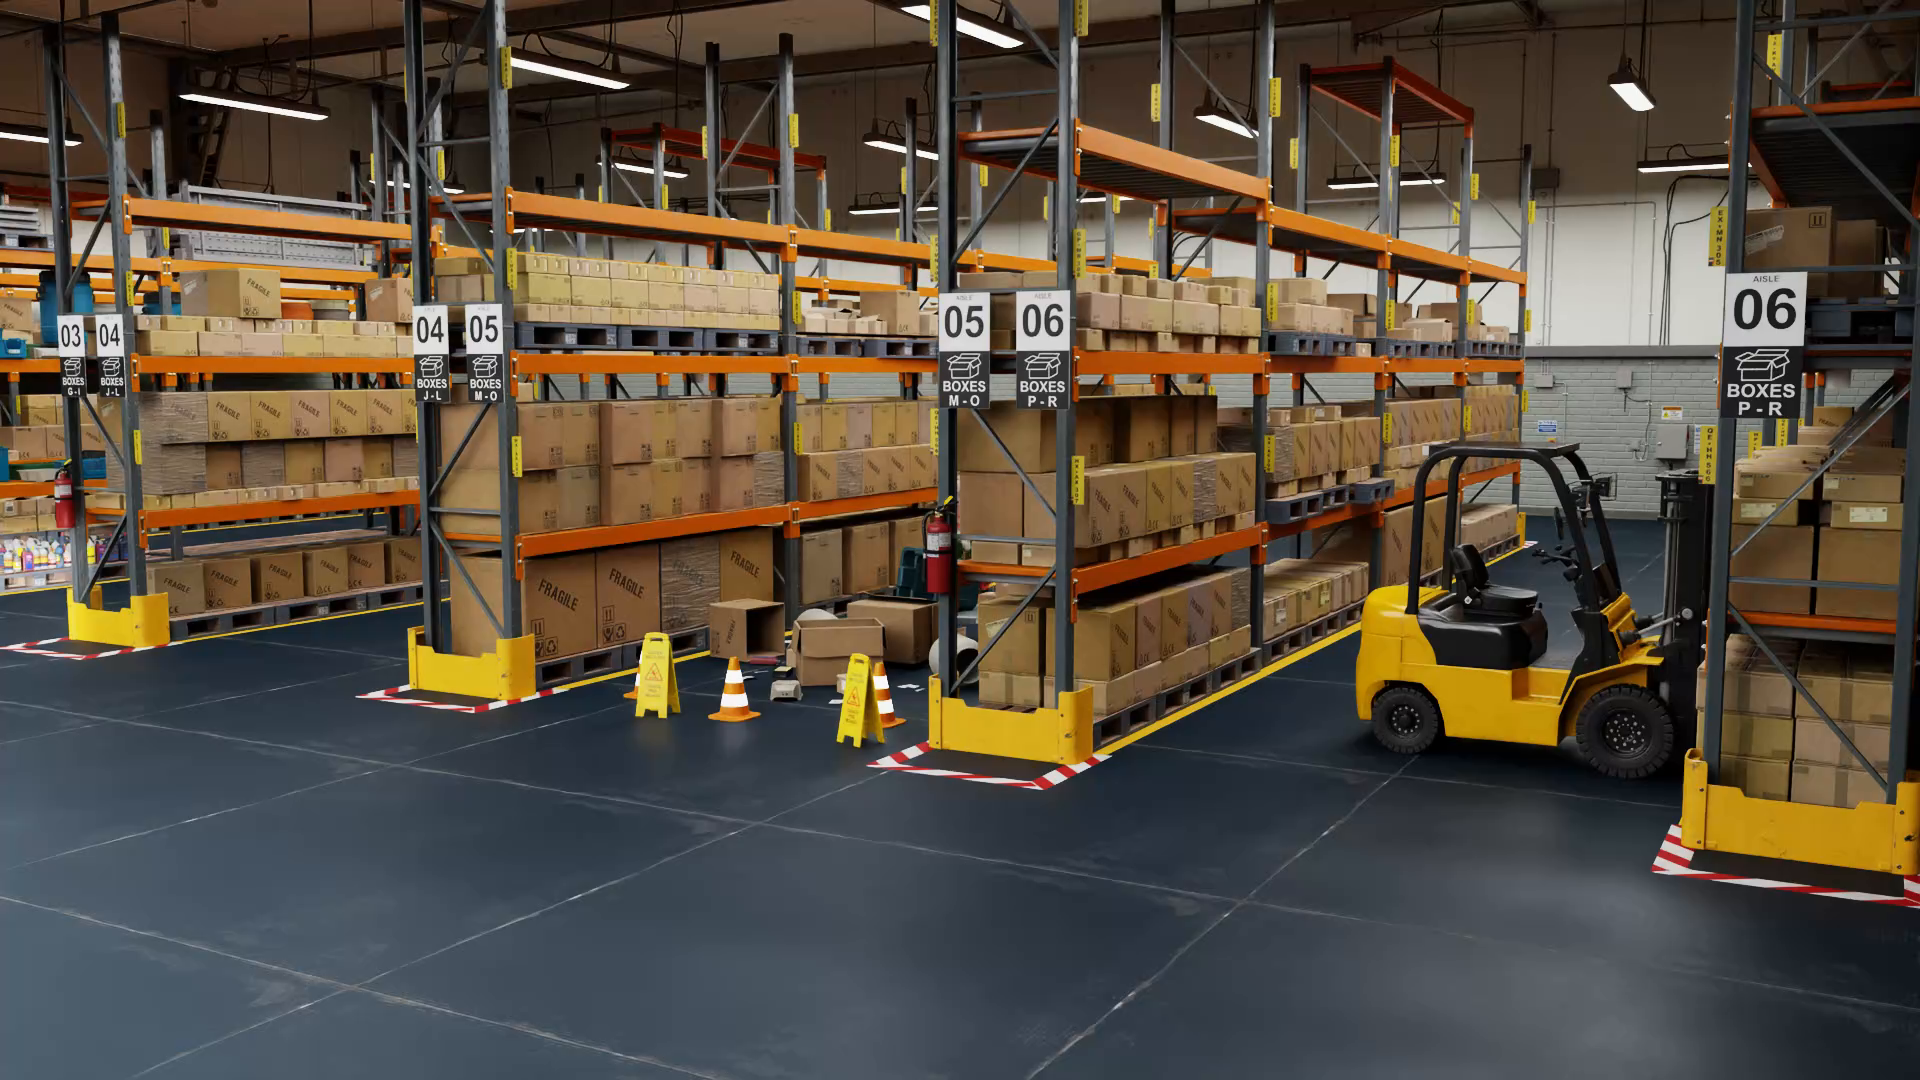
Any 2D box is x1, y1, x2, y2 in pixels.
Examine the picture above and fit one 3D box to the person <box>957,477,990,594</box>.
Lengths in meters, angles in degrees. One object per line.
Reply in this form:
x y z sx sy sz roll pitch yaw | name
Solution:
0.067 -0.053 18.140 0.842 1.771 0.648 3 7 27 | person
